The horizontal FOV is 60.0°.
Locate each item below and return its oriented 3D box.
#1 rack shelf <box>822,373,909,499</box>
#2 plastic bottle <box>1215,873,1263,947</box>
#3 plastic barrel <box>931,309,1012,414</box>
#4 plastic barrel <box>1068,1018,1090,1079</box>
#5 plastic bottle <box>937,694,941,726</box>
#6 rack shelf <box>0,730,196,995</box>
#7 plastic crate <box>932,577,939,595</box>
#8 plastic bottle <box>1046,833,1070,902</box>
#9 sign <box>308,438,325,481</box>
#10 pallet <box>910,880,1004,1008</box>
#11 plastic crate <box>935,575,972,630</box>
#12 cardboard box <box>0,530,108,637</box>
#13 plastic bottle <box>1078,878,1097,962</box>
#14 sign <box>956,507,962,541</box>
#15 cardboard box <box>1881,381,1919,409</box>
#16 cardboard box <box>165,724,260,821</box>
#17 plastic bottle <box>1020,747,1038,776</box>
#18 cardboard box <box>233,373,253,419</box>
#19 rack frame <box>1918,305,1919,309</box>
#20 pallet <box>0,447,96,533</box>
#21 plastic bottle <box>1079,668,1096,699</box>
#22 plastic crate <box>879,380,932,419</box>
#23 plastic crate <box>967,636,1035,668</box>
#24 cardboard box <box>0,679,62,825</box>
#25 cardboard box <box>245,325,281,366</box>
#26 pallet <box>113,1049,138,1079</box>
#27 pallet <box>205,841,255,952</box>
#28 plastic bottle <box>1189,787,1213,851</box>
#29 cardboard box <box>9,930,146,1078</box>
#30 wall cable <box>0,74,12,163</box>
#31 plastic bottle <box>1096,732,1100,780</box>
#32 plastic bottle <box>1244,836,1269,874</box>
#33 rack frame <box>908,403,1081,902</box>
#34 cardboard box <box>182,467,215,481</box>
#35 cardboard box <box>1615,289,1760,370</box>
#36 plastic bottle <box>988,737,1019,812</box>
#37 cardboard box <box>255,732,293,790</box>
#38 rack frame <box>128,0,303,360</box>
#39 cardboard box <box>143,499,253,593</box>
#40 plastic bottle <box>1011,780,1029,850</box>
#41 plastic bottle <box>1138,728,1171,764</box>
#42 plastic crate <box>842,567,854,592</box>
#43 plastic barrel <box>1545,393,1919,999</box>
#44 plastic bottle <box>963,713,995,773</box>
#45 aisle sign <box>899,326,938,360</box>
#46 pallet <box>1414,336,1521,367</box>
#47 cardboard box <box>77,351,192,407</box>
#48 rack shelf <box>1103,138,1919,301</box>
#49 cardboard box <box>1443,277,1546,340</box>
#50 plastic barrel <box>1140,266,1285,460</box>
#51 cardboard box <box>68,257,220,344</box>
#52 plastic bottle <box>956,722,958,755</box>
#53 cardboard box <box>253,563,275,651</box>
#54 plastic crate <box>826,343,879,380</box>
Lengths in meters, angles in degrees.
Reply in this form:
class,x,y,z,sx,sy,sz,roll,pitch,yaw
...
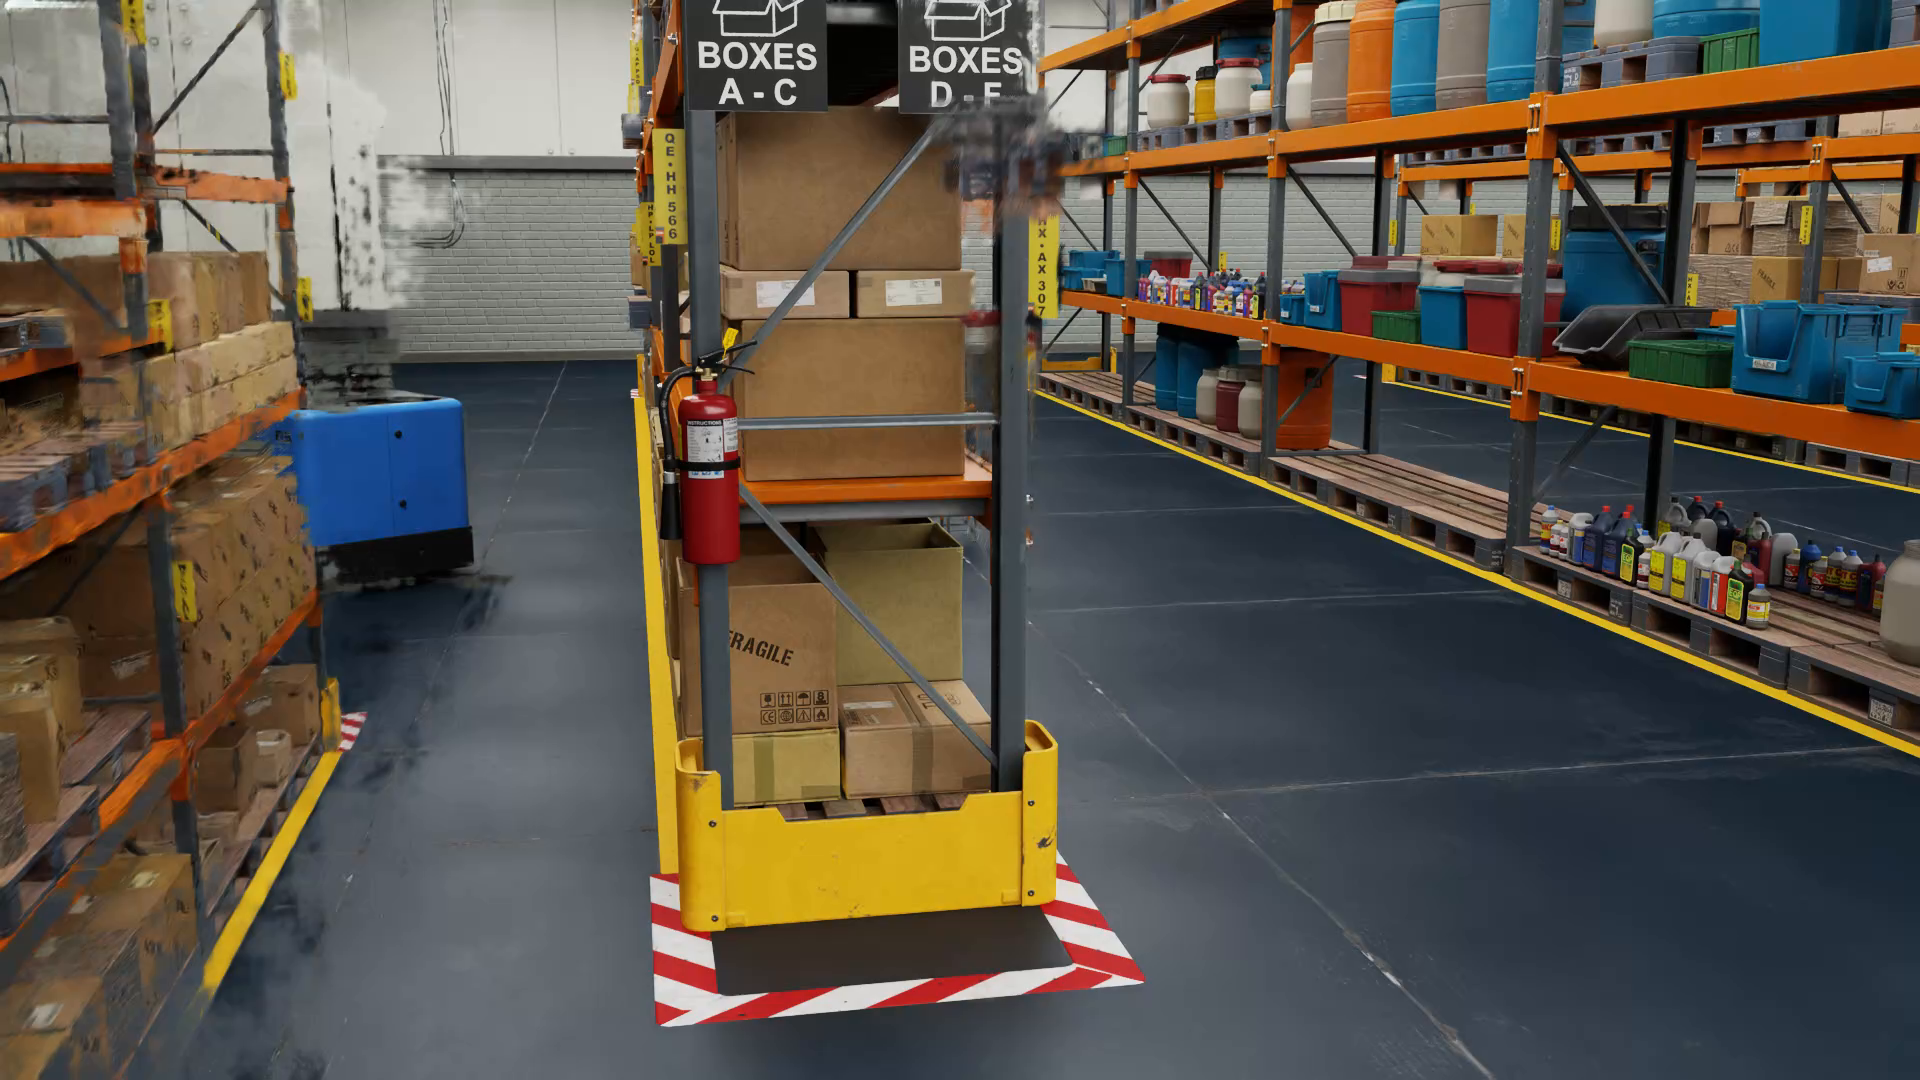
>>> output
class,x,y,z,sx,sy,sz,roll,pitch,yaw
rack shelf,1.840,-4.217,19.232,1.077,0.370,4.000,-2,11,-11
plastic bottle,3.091,-2.021,14.125,0.152,0.276,0.135,-2,11,-11
plastic barrel,2.086,-4.371,16.630,0.433,0.535,0.433,0,11,0
plastic barrel,2.698,-1.170,14.852,0.421,0.512,0.421,0,11,0
plastic bottle,1.949,-2.505,16.865,0.097,0.201,0.097,0,11,0
rack shelf,-2.241,-1.830,14.715,1.077,0.370,4.000,-2,11,-11
plastic crate,1.984,-3.063,19.812,0.298,0.136,0.250,-2,11,-11
plastic bottle,2.423,-2.092,14.508,0.097,0.271,0.097,0,11,0
sign,-2.860,-4.025,20.378,0.100,0.325,0.005,-2,11,-11
pallet,2.339,-1.217,17.027,1.003,0.211,1.213,-2,11,-11
plastic crate,2.113,-2.988,19.030,0.437,0.282,0.530,-2,11,-11
cardboard box,-2.982,-3.174,16.910,0.500,0.500,0.500,-2,11,-11
plastic bottle,2.510,-1.998,13.982,0.061,0.283,0.133,-2,11,-11
sign,1.988,-3.567,21.478,0.100,0.325,0.005,-2,11,-11
cardboard box,7.230,-4.188,16.704,0.380,0.149,0.250,-3,11,-13
cardboard box,-3.001,-1.885,18.577,0.797,0.503,0.637,-2,11,-11
plastic bottle,2.346,-2.303,15.618,0.097,0.271,0.097,0,11,0
cardboard box,-2.772,-4.324,18.270,0.500,0.250,0.500,-2,11,-11
rack frame,11.195,-6.753,22.608,1.000,3.000,0.127,-2,11,-11
pallet,-2.367,-3.620,14.671,1.213,0.211,1.003,-2,11,-11
plastic bottle,2.729,-2.549,16.699,0.144,0.351,0.185,-2,11,-11
plastic crate,1.739,-4.277,18.069,0.416,0.233,0.300,-2,11,-11
plastic crate,2.279,-2.721,18.012,0.396,0.136,0.243,-2,11,-11
cardboard box,-2.226,-2.484,14.836,0.700,0.500,0.500,-5,12,-25
cardboard box,-2.960,-4.753,19.188,0.500,0.250,0.500,-2,11,-11
pallet,-2.194,-0.809,14.881,1.003,0.211,1.213,-2,11,-11
pallet,-2.763,-1.307,17.498,1.003,0.211,1.213,-2,11,-11
plastic bottle,3.084,-2.198,15.068,0.097,0.271,0.097,0,11,0
cardboard box,-2.068,-1.276,15.385,0.500,0.500,0.500,-2,11,-10
wall cable,-6.362,-8.155,24.772,3.097,2.526,0.112,-2,11,-11
plastic bottle,2.745,-2.372,15.979,0.097,0.271,0.097,0,11,0
plastic bottle,3.221,-2.092,14.478,0.061,0.283,0.133,-2,11,-11
rack frame,2.229,-2.730,17.518,1.000,3.000,0.127,-2,11,-11
cardboard box,-3.471,-3.638,19.346,0.500,0.500,0.500,-2,11,-10
cardboard box,6.877,-4.830,18.868,0.700,0.500,0.500,-3,11,-14
plastic bottle,2.236,-2.330,15.545,0.144,0.351,0.185,-2,11,-11
cardboard box,-2.905,-1.884,19.247,0.500,0.250,0.500,-2,11,-11
rack frame,-3.408,-6.231,19.868,1.000,3.000,0.127,-2,11,-11
cardboard box,-2.646,-3.376,17.972,0.500,0.500,0.500,-2,11,-13
plastic bottle,2.288,-2.207,15.084,0.061,0.283,0.133,-2,11,-11
plastic bottle,2.943,-2.347,15.638,0.144,0.351,0.185,-2,11,-11
plastic crate,1.290,-3.120,20.112,0.250,0.136,0.298,-2,11,-11
plastic barrel,3.346,-3.188,10.560,0.600,0.901,0.600,0,11,0
plastic bottle,2.126,-2.401,16.118,0.152,0.276,0.135,-2,11,-11
aisle sign,1.725,-4.765,21.254,0.394,0.787,0.004,-2,11,-11
pallet,6.464,-4.938,21.333,1.003,0.211,1.213,-2,11,-11
cardboard box,-2.481,-4.294,16.778,0.500,0.250,0.500,-2,11,-11
rack shelf,3.396,-4.027,11.280,1.077,0.370,4.000,-2,11,-11
cardboard box,6.463,-5.328,21.489,0.700,0.500,0.500,-3,11,-14
plastic barrel,2.900,-3.991,13.851,0.600,0.830,0.708,-2,11,-11
cardboard box,-2.824,-4.841,17.642,0.700,0.500,0.500,-2,11,-11
plastic bottle,2.050,-2.409,16.360,0.097,0.201,0.097,0,11,0
cardboard box,-2.760,-2.982,18.574,0.500,0.500,0.500,-2,11,-12
plastic crate,1.253,-4.792,20.680,0.497,0.269,0.590,-2,11,-11
